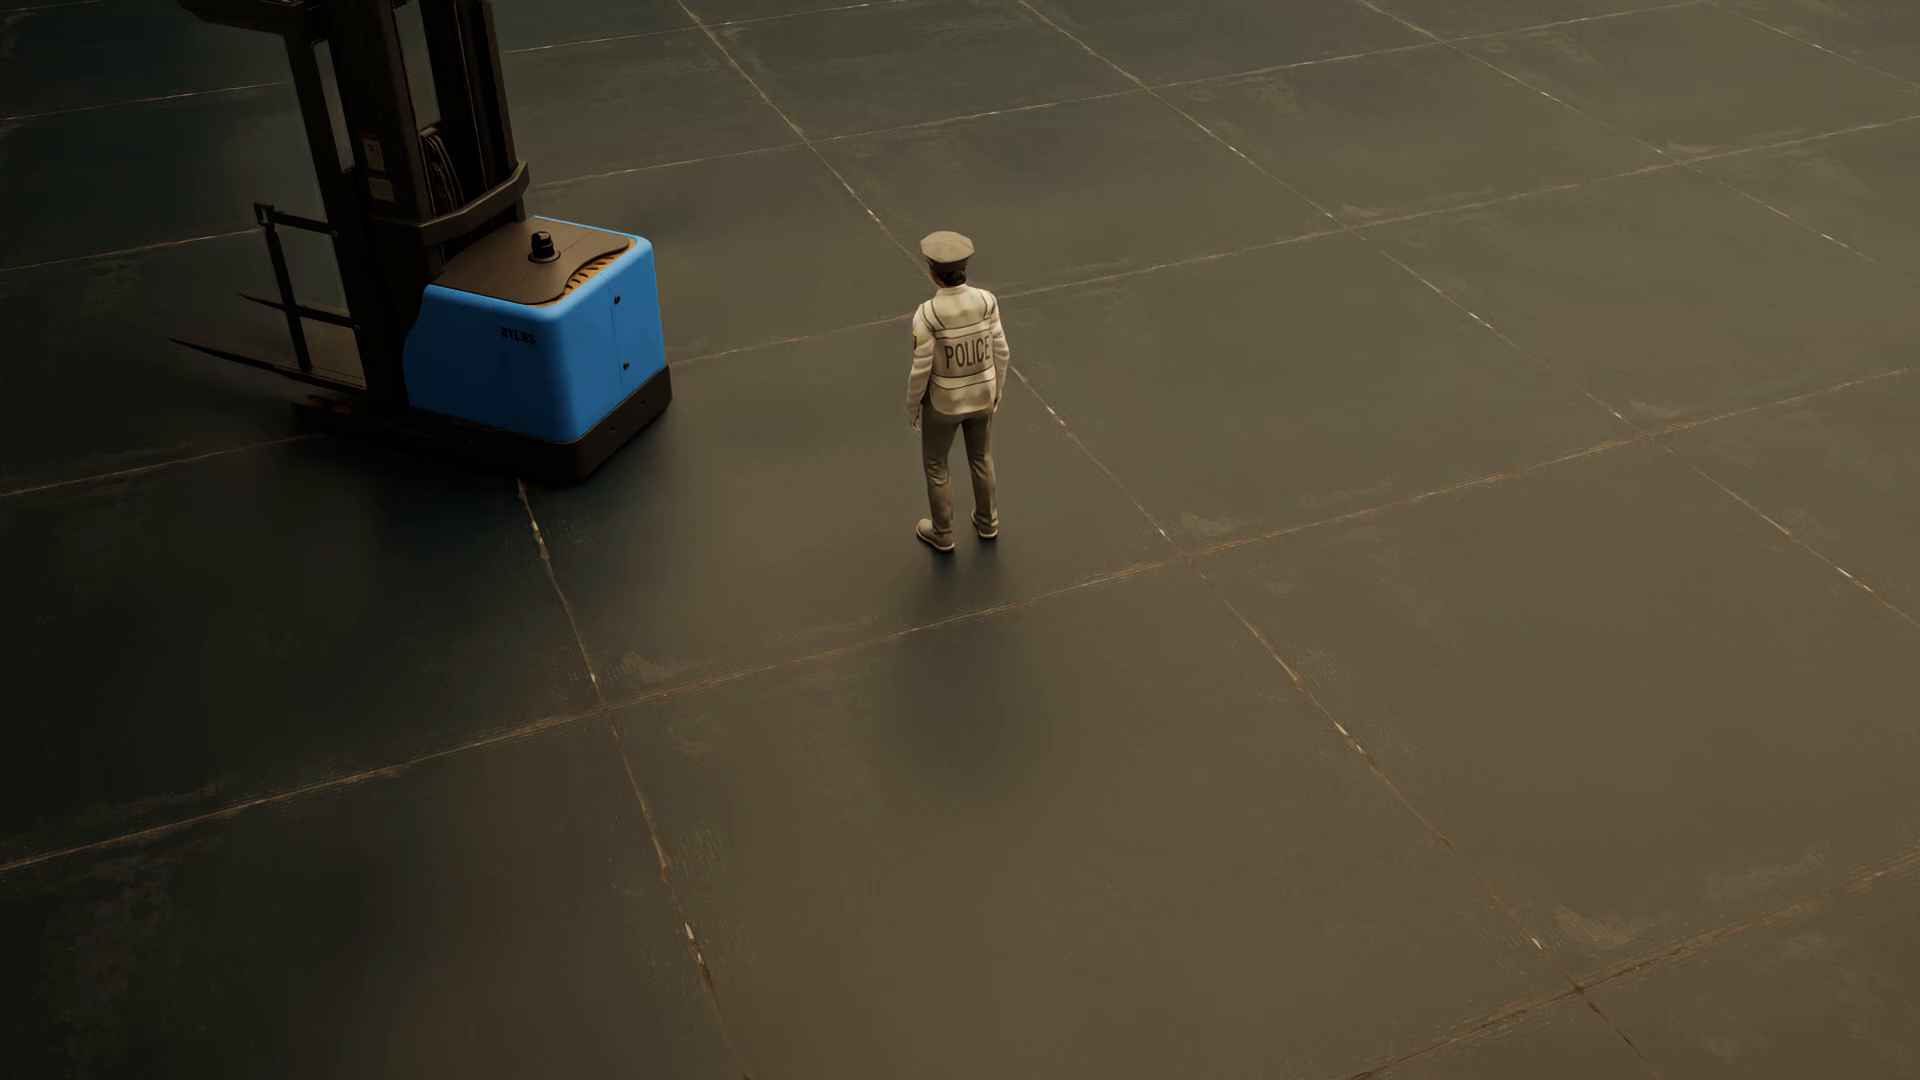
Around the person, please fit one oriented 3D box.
[{"bbox_3d":[-0.021,-0.690,8.165,0.529,1.663,0.372,-15,38,-20],"label":"person"}]

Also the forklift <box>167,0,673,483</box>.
[{"bbox_3d":[-3.234,-2.060,8.995,3.031,2.935,1.130,14,38,19],"label":"forklift"}]
